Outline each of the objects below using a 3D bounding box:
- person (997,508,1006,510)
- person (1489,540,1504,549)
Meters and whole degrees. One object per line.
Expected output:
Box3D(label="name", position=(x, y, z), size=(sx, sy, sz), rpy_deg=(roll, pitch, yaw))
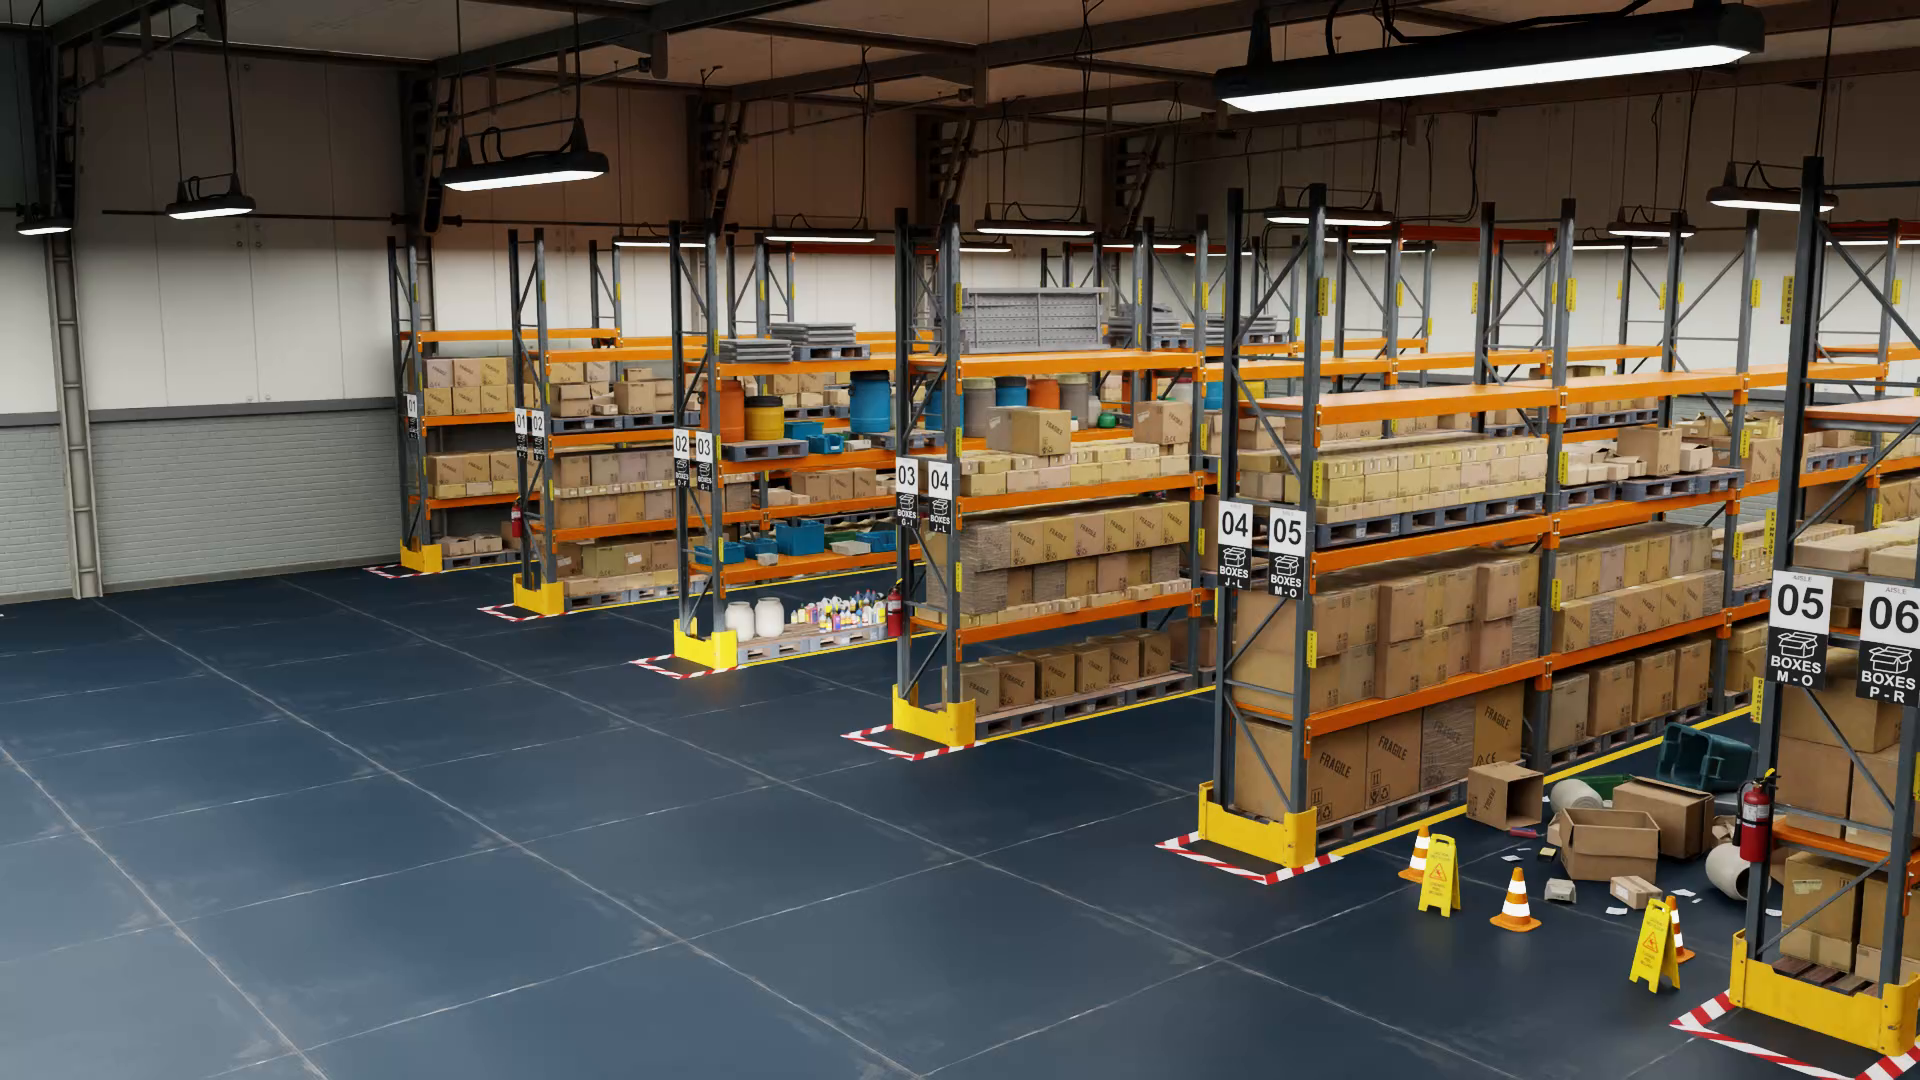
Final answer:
Box3D(label="person", position=(0.575, -0.153, 28.719), size=(0.720, 1.589, 0.648), rpy_deg=(-5, 10, -31))
Box3D(label="person", position=(7.478, 0.766, 23.407), size=(0.998, 1.599, 0.539), rpy_deg=(-6, 11, -34))
